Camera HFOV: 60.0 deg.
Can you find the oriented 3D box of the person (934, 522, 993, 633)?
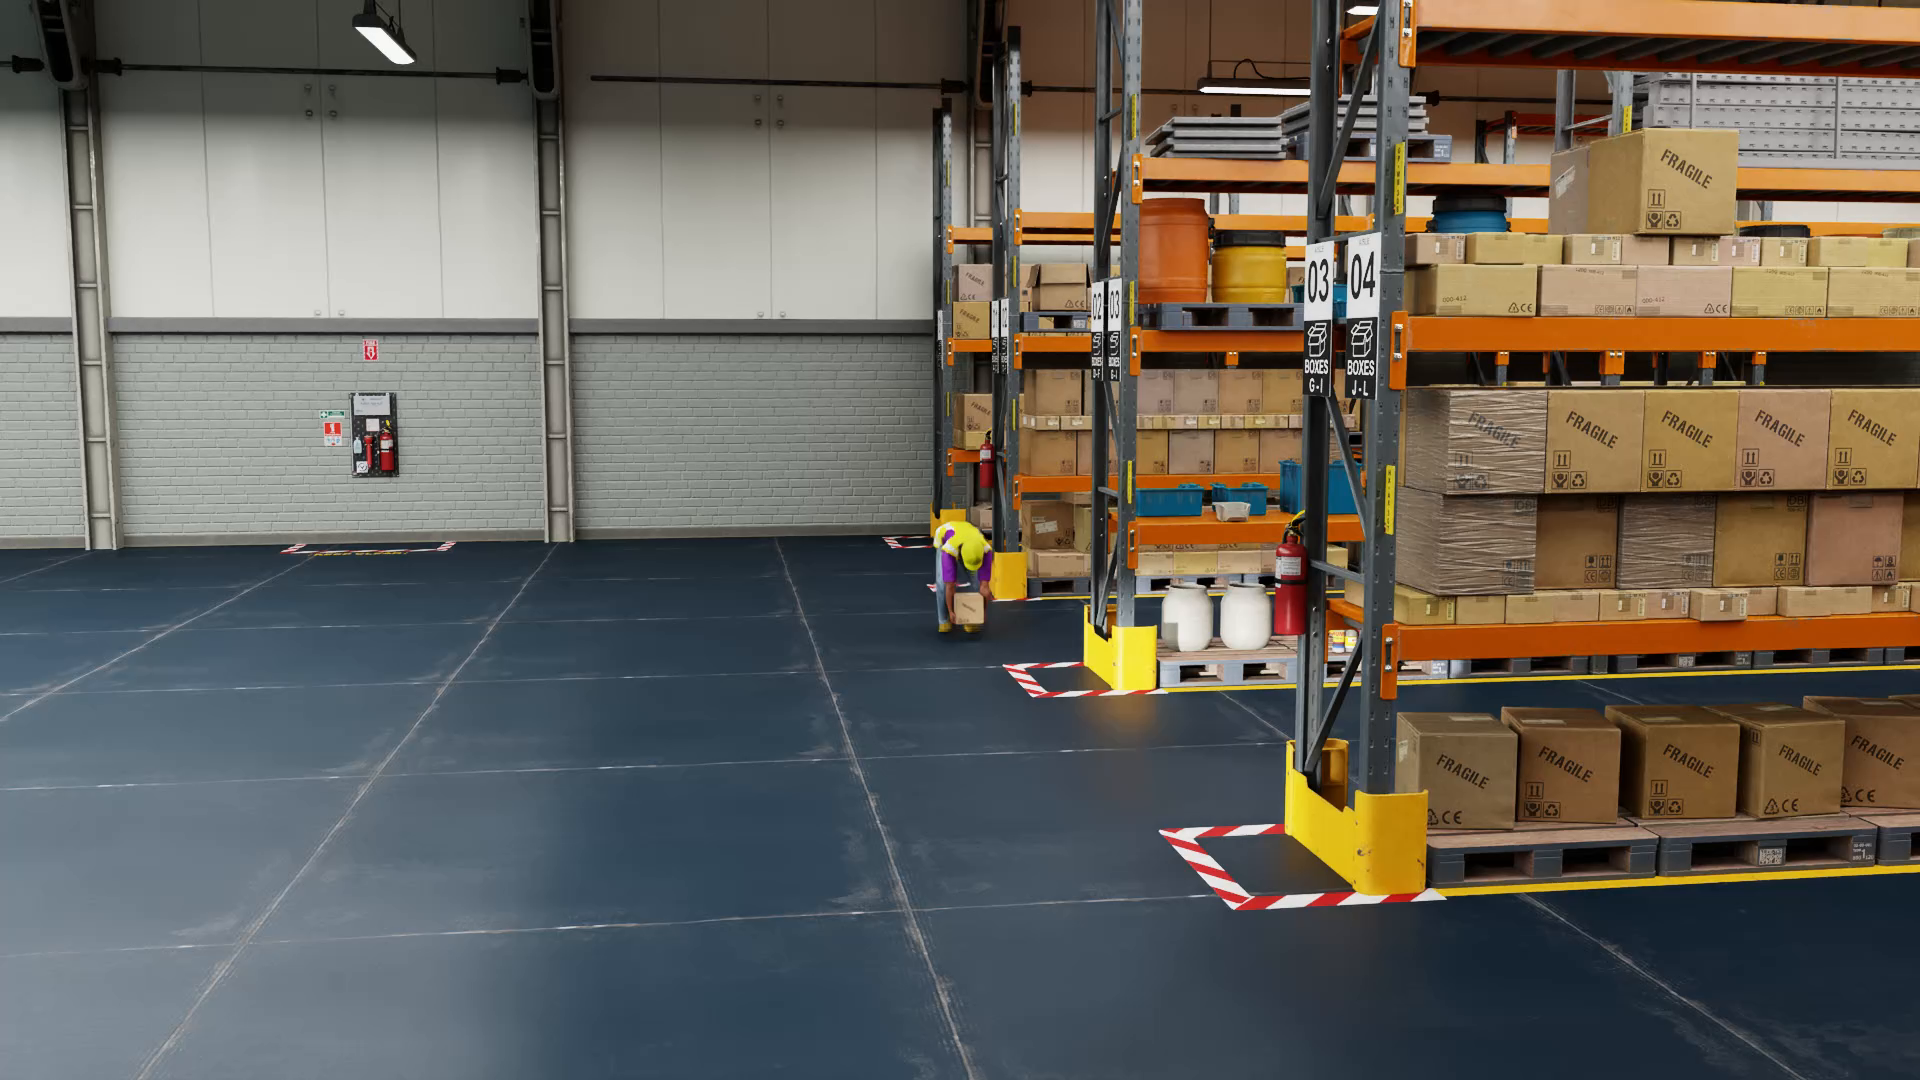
[{"bbox_3d":[0.041,0.370,15.539,0.495,1.042,0.980,-1,7,-11],"label":"person"}]
